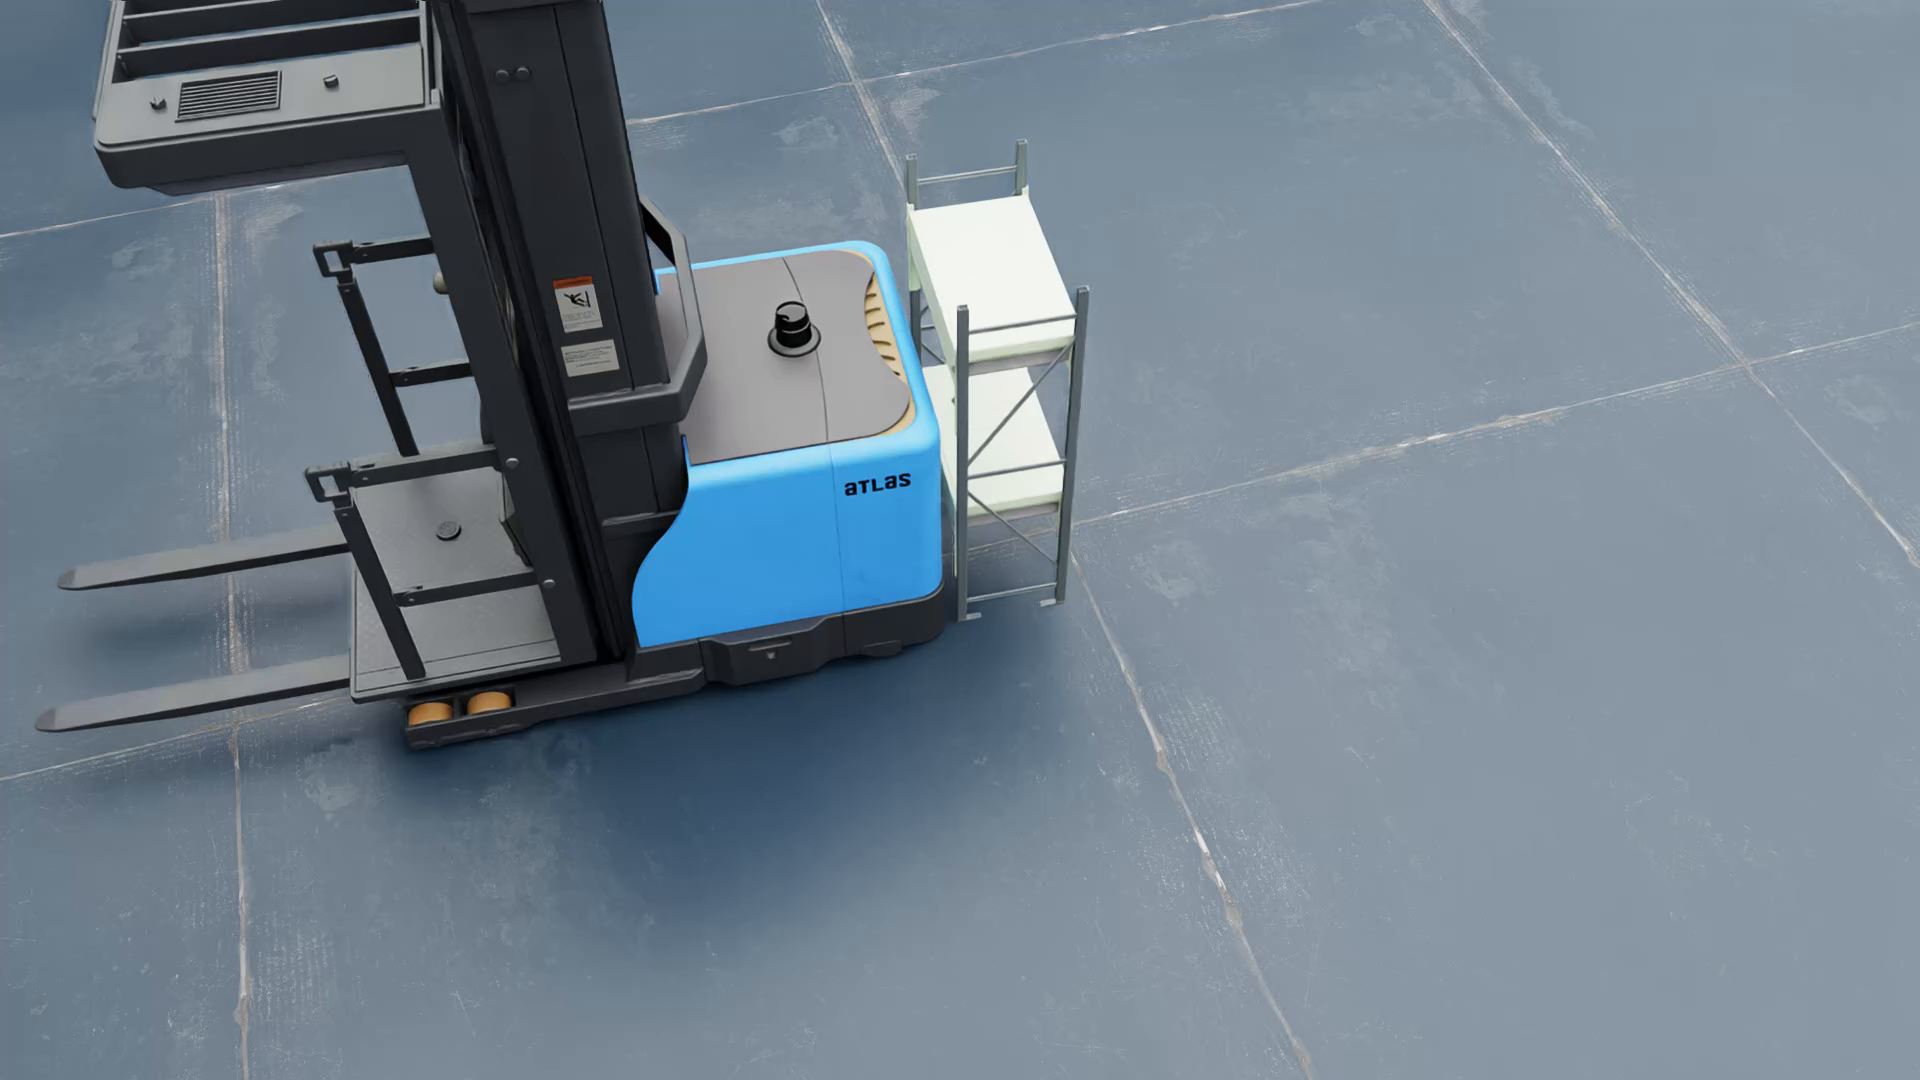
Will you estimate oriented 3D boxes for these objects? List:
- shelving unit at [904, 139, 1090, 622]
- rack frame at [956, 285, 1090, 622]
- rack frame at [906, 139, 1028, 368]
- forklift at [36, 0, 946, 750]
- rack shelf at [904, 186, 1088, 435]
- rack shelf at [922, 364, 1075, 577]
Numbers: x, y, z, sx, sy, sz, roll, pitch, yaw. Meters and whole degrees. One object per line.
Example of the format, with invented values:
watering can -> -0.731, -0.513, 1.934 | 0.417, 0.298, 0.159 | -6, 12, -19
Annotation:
shelving unit -> 0.104, -0.501, 5.691 | 0.431, 1.500, 0.755 | -10, 51, -8
rack frame -> 0.185, -0.229, 5.461 | 0.400, 1.500, 0.023 | -10, 51, -8
rack frame -> 0.022, -0.774, 5.921 | 0.400, 1.500, 0.023 | -10, 51, -8
forklift -> -1.621, -0.688, 4.913 | 3.031, 2.935, 1.130 | -10, 51, -8
rack shelf -> 0.104, -0.753, 5.393 | 0.431, 0.370, 0.720 | -10, 51, -8
rack shelf -> 0.103, -0.291, 5.940 | 0.431, 0.370, 0.720 | -10, 51, -8
